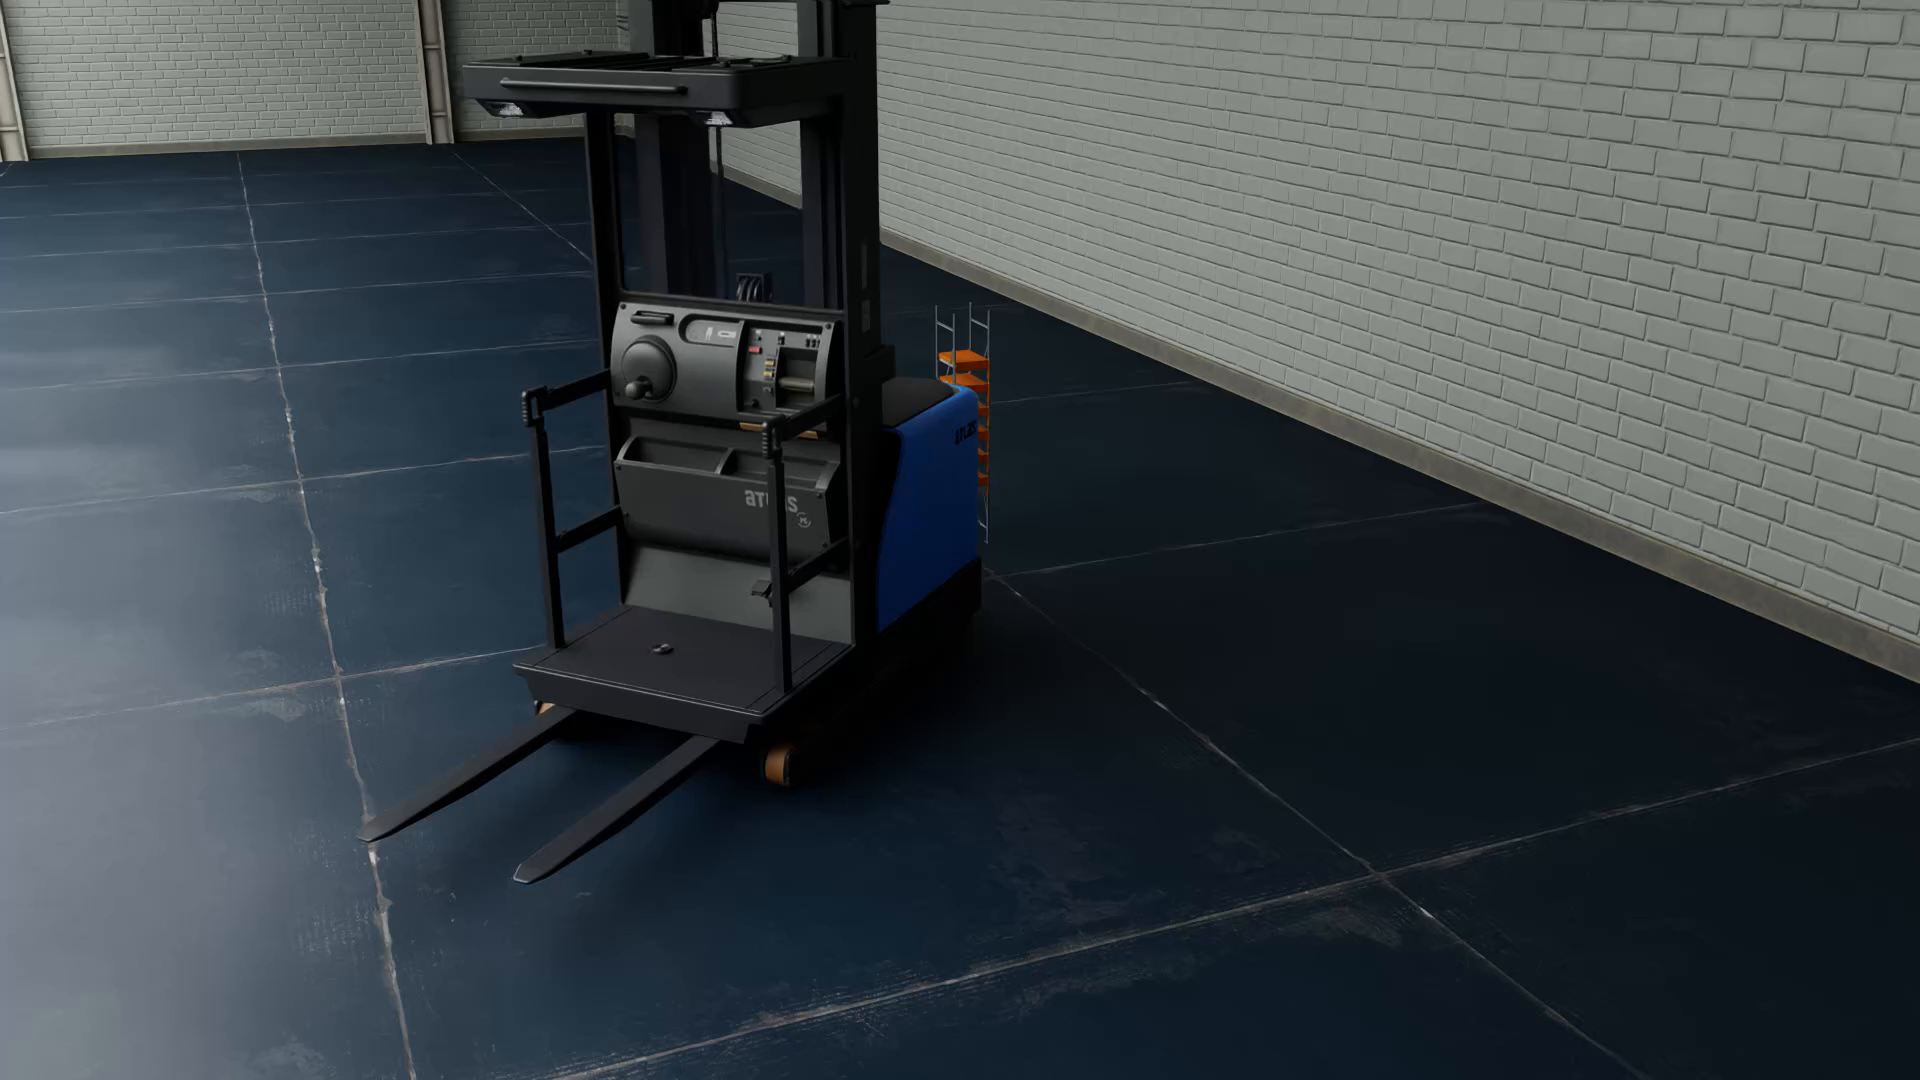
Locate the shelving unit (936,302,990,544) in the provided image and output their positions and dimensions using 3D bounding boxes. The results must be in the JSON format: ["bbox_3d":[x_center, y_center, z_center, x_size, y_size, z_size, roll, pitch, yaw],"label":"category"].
[{"bbox_3d":[0.013,-0.568,8.328,0.189,1.200,0.258,-8,21,-22],"label":"shelving unit"}]

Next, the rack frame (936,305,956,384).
[{"bbox_3d":[-0.071,-0.556,8.294,0.006,1.200,0.240,-8,21,-22],"label":"rack frame"}]

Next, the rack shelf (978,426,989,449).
[{"bbox_3d":[0.013,-0.526,8.343,0.180,0.103,0.258,-8,21,-22],"label":"rack shelf"}]

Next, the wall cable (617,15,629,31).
[{"bbox_3d":[-5.043,-9.088,25.459,0.112,2.526,3.097,-8,21,-22],"label":"wall cable"}]

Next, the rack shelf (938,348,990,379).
[{"bbox_3d":[0.013,-0.866,8.223,0.180,0.103,0.258,-8,21,-22],"label":"rack shelf"}]

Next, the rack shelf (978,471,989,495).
[{"bbox_3d":[0.013,-0.300,8.423,0.180,0.103,0.258,-8,21,-22],"label":"rack shelf"}]

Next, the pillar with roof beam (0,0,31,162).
[{"bbox_3d":[-12.076,-8.466,19.017,0.400,9.000,9.100,-8,21,-22],"label":"pillar with roof beam"}]

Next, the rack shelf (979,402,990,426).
[{"bbox_3d":[0.013,-0.639,8.303,0.180,0.103,0.258,-8,21,-22],"label":"rack shelf"}]

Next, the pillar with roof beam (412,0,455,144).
[{"bbox_3d":[-6.567,-9.256,21.259,0.400,9.000,9.100,-8,21,-22],"label":"pillar with roof beam"}]

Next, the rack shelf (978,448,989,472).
[{"bbox_3d":[0.013,-0.413,8.383,0.180,0.103,0.258,-8,21,-22],"label":"rack shelf"}]

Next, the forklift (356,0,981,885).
[{"bbox_3d":[-0.969,-0.654,5.967,1.130,2.935,3.031,8,21,23],"label":"forklift"}]

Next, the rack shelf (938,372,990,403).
[{"bbox_3d":[0.013,-0.752,8.263,0.180,0.103,0.258,-8,21,-22],"label":"rack shelf"}]

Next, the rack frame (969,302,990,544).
[{"bbox_3d":[0.097,-0.580,8.362,0.006,1.200,0.240,-8,21,-22],"label":"rack frame"}]
